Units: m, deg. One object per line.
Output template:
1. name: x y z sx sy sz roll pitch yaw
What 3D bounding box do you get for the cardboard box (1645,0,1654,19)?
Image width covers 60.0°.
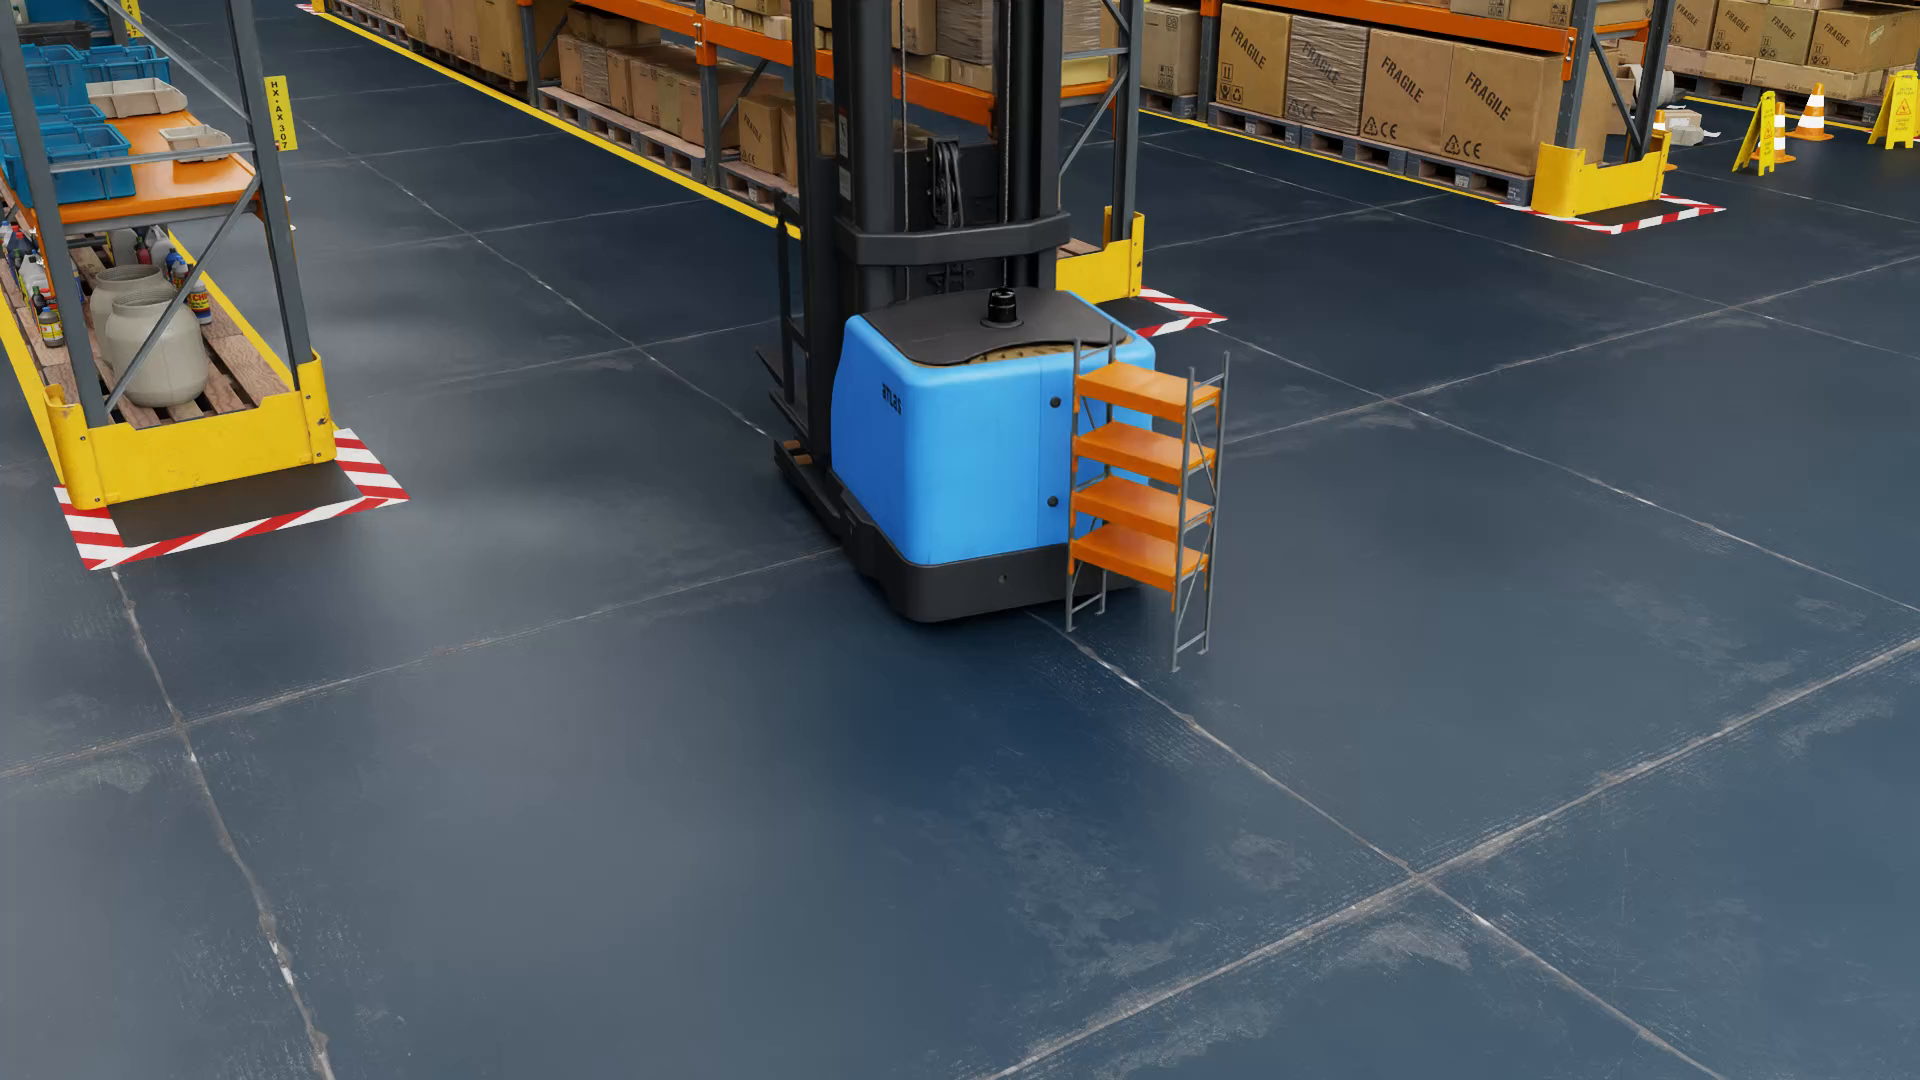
1. cardboard box: 7.150 -5.380 16.982 0.500 0.500 0.500 -14 29 -28

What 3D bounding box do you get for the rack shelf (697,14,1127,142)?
1. rack shelf: -0.460 -3.206 11.371 1.077 0.370 4.000 -16 29 -30

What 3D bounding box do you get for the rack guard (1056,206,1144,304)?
1. rack guard: 0.591 -1.713 10.294 1.175 0.500 0.348 -16 29 -30

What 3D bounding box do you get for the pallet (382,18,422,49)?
1. pallet: -6.268 -6.138 20.004 1.003 0.211 1.213 -16 29 -30

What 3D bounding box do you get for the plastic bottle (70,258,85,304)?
1. plastic bottle: -5.163 -1.499 9.586 0.152 0.276 0.135 -16 29 -30

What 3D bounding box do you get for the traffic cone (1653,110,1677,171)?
1. traffic cone: 5.743 -3.310 13.719 0.336 0.463 0.334 -16 29 -30

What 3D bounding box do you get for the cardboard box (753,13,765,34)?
1. cardboard box: -1.257 -3.724 11.919 0.380 0.149 0.250 -16 29 -30

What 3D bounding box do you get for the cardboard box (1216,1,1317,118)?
1. cardboard box: 2.944 -4.355 14.958 0.875 0.875 0.875 -15 29 -29

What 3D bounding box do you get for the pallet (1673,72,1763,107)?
1. pallet: 7.818 -4.627 16.804 1.003 0.211 1.213 -16 29 -30

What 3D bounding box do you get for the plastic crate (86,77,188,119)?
1. plastic crate: -4.603 -2.452 9.239 0.530 0.136 0.437 -16 29 -30

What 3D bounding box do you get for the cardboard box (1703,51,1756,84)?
1. cardboard box: 7.702 -4.672 16.362 0.500 0.250 0.500 -17 30 -31

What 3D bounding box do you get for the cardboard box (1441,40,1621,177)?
1. cardboard box: 4.417 -3.392 12.919 0.875 0.875 0.875 -15 29 -29

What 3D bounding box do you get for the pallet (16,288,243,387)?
1. pallet: -4.700 -1.145 9.429 1.003 0.211 1.213 -16 29 -30

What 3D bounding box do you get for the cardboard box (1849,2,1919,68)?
1. cardboard box: 8.713 -4.773 15.697 0.500 0.500 0.500 -17 30 -31

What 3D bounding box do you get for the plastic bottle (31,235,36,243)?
1. plastic bottle: -5.606 -1.763 10.138 0.061 0.283 0.133 -16 29 -30

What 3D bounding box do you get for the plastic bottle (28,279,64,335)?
1. plastic bottle: -5.002 -1.281 9.124 0.152 0.276 0.135 -15 29 -29

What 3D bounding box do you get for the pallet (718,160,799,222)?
1. pallet: -1.155 -2.754 12.837 1.003 0.211 1.213 -16 29 -30

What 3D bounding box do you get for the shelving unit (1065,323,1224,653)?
1. shelving unit: 0.676 -0.151 6.165 0.499 1.200 0.258 20 32 36

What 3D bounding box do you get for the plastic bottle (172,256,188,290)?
1. plastic bottle: -4.488 -1.507 9.609 0.097 0.271 0.097 0 25 0

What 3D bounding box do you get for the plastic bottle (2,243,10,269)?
1. plastic bottle: -5.839 -1.774 10.257 0.097 0.201 0.097 0 25 0

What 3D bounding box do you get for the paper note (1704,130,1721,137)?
1. paper note: 6.751 -3.658 14.962 0.142 0.019 0.148 18 31 33

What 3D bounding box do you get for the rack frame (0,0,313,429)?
1. rack frame: -3.518 -1.662 7.257 1.000 3.000 0.127 -16 29 -30

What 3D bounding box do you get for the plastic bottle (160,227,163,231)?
1. plastic bottle: -4.880 -1.783 10.180 0.061 0.283 0.133 -13 28 -26

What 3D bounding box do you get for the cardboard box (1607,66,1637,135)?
1. cardboard box: 5.855 -4.035 15.209 0.637 0.503 0.797 7 26 15

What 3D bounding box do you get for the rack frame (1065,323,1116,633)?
1. rack frame: 0.493 -0.219 6.308 0.015 1.200 0.240 20 32 36

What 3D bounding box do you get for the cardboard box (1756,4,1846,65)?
1. cardboard box: 7.992 -4.823 15.804 0.500 0.500 0.500 -14 29 -28

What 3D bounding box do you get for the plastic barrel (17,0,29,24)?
1. plastic barrel: -6.040 -3.548 11.092 0.433 0.535 0.433 0 25 0

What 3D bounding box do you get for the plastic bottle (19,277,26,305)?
1. plastic bottle: -5.370 -1.467 9.606 0.097 0.201 0.097 0 25 0

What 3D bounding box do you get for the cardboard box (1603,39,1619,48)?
1. cardboard box: 6.847 -5.229 17.542 0.500 0.250 0.500 -17 30 -32

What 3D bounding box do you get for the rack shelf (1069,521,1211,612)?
1. rack shelf: 0.678 0.090 6.277 0.480 0.148 0.258 20 32 36

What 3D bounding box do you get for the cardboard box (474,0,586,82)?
1. cardboard box: -4.094 -5.159 16.661 1.225 0.875 0.875 -17 30 -32

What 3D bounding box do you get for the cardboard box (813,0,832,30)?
1. cardboard box: -0.519 -3.721 11.152 0.875 0.500 0.500 -16 29 -30

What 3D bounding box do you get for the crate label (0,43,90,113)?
1. crate label: -4.749 -2.273 8.511 0.502 0.435 0.616 -16 29 -30

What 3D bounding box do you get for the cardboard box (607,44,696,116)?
1. cardboard box: -2.724 -4.115 14.866 0.700 0.500 0.500 -13 28 -25

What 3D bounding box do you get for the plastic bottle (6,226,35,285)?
1. plastic bottle: -5.608 -1.709 9.943 0.144 0.351 0.185 -15 29 -28

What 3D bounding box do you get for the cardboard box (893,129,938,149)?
1. cardboard box: -0.376 -2.537 11.547 0.500 0.500 0.500 -13 28 -25

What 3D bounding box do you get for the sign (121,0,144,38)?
1. sign: -5.234 -3.342 10.492 0.100 0.325 0.005 -16 29 -30

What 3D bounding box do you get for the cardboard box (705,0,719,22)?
1. cardboard box: -1.686 -3.987 12.475 0.380 0.149 0.250 -16 29 -30

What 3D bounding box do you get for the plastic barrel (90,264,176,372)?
1. plastic barrel: -4.215 -1.124 8.539 0.421 0.512 0.421 0 25 0

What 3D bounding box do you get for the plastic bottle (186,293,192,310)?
1. plastic bottle: -4.303 -1.354 9.367 0.097 0.201 0.097 0 25 0

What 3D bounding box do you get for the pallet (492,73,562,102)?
1. pallet: -4.102 -4.716 16.994 1.003 0.211 1.213 -16 29 -30

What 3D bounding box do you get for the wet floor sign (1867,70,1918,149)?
1. wet floor sign: 8.142 -3.744 14.425 0.267 0.644 0.232 -6 26 -12

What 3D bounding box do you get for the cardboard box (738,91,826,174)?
1. cardboard box: -1.367 -3.154 12.854 0.500 0.500 0.500 -17 30 -31

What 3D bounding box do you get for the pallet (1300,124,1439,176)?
1. pallet: 3.679 -3.379 14.160 1.003 0.211 1.213 -16 29 -30

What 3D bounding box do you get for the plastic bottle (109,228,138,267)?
1. plastic bottle: -5.114 -1.785 10.192 0.152 0.276 0.135 -16 29 -30

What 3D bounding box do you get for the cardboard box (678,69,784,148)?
1. cardboard box: -1.869 -3.540 13.649 0.700 0.500 0.500 -18 31 -33

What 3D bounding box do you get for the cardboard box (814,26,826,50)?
1. cardboard box: -0.856 -3.453 11.345 0.380 0.149 0.250 -16 29 -30

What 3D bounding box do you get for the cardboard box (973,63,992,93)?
1. cardboard box: 0.304 -2.757 9.870 0.380 0.149 0.250 -16 29 -30

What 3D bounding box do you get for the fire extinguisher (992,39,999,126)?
1. fire extinguisher: 0.308 -2.633 9.405 0.296 0.674 0.183 -16 29 -30

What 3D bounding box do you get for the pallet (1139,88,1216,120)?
1. pallet: 2.175 -4.364 16.248 1.003 0.211 1.213 -16 29 -30

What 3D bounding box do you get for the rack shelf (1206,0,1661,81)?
1. rack shelf: 3.751 -4.326 13.743 1.077 0.370 4.000 -16 29 -30

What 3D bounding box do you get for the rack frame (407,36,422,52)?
1. rack frame: -5.919 -7.109 18.794 1.000 3.000 0.127 -16 29 -30

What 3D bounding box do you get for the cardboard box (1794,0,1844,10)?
1. cardboard box: 8.023 -5.046 15.517 0.380 0.149 0.250 -15 29 -28

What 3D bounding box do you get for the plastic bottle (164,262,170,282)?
1. plastic bottle: -4.654 -1.584 9.855 0.097 0.201 0.097 0 25 0

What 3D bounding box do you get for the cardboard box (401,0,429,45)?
1. cardboard box: -5.553 -6.113 18.683 1.225 0.875 0.875 -15 29 -29

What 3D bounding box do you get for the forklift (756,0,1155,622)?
1. forklift: 4.987 -4.780 13.941 16.207 2.935 13.132 -9 27 -19

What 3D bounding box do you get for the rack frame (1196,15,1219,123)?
1. rack frame: 2.659 -5.367 15.105 1.000 3.000 0.127 -16 29 -30

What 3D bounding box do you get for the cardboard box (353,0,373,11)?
1. cardboard box: -7.189 -7.233 21.054 0.875 0.875 0.875 -16 29 -30
